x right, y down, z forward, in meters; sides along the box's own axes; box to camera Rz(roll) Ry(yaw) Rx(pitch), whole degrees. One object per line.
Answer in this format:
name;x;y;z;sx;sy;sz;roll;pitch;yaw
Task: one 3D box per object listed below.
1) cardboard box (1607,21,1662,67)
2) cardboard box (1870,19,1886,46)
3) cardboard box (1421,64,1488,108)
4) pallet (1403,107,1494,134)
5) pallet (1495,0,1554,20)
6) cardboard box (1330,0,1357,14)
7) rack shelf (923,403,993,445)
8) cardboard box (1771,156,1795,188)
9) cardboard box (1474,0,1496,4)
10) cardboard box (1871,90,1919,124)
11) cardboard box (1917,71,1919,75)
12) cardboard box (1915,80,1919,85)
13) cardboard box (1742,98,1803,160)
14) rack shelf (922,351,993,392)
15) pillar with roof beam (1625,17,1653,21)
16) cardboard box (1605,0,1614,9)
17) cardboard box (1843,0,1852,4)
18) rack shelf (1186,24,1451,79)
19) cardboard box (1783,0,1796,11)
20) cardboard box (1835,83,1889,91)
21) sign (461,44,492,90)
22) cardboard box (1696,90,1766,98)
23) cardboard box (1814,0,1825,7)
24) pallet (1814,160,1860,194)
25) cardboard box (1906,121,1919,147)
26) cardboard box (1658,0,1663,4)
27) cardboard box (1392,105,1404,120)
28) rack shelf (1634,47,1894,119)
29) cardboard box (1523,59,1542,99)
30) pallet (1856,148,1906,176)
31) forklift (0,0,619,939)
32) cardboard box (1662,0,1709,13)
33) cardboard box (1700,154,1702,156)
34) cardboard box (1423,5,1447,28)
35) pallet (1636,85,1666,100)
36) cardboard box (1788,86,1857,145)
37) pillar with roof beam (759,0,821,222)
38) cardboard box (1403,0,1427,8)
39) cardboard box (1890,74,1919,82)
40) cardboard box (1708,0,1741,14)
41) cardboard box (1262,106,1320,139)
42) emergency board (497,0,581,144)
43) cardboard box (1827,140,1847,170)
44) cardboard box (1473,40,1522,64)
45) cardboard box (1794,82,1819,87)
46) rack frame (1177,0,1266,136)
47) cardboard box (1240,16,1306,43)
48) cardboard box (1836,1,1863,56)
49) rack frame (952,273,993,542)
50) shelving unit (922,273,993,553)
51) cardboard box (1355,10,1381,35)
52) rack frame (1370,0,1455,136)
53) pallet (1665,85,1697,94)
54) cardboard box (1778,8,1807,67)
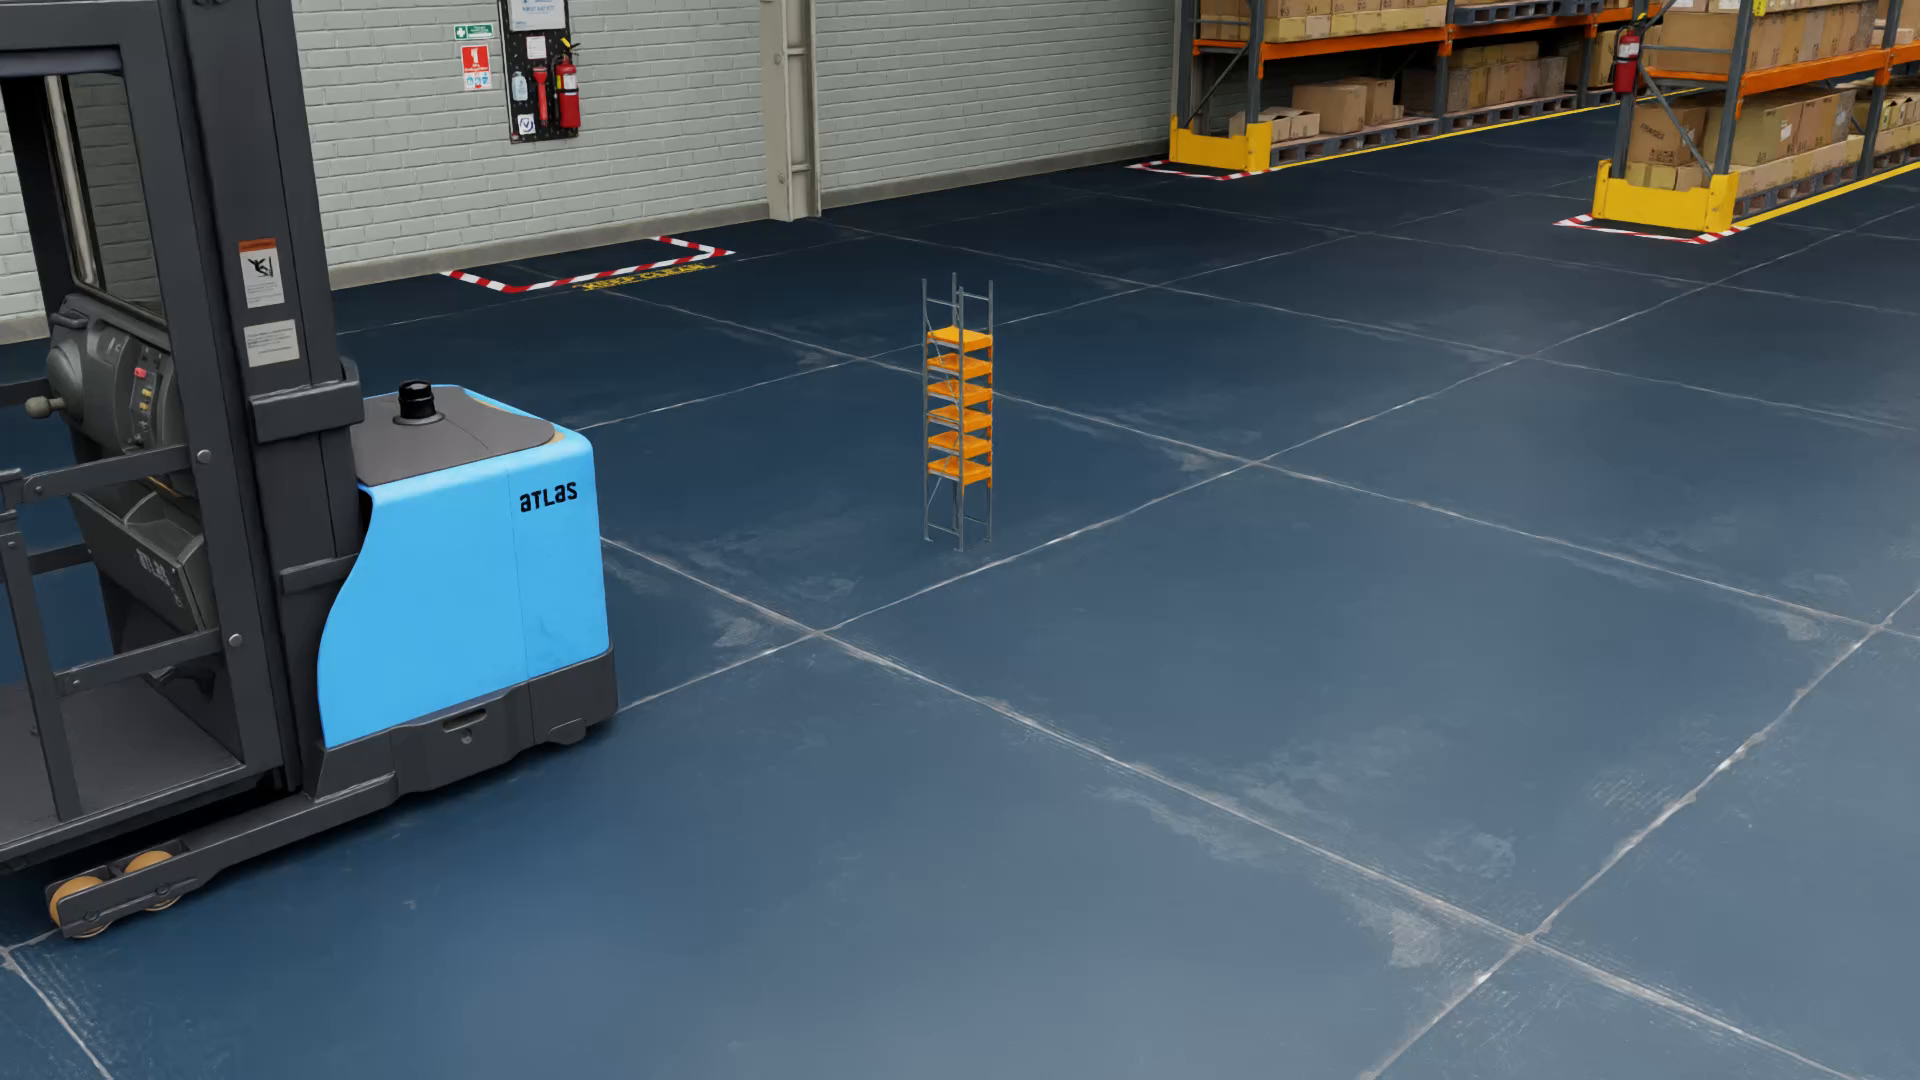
cardboard box;10.189;-7.366;24.970;0.750;0.750;0.750;-19;28;-40
cardboard box;9.450;-5.375;17.587;0.500;0.250;0.500;-18;27;-39
cardboard box;6.412;-5.924;21.676;0.700;0.500;0.500;19;28;40
pallet;6.128;-5.445;21.447;1.003;0.211;1.213;19;28;41
pallet;7.025;-6.966;21.784;1.003;0.211;1.213;19;28;41
cardboard box;4.061;-6.111;18.428;0.500;0.500;0.500;18;27;39
rack shelf;-0.010;-0.515;7.366;0.258;0.103;0.180;19;28;41
cardboard box;7.576;-3.532;15.830;0.500;0.250;0.500;19;28;41
cardboard box;6.360;-7.062;21.016;0.500;0.500;0.700;-17;27;-37
cardboard box;10.318;-4.786;18.312;0.500;0.311;0.500;18;27;39
cardboard box;12.413;-5.673;21.025;0.500;0.500;0.500;-19;28;-40
cardboard box;11.381;-5.178;19.332;0.500;0.311;0.500;19;28;40
cardboard box;7.568;-3.885;15.703;0.500;0.500;0.500;19;28;41
rack shelf;-0.010;-0.739;7.279;0.258;0.103;0.180;19;28;41
pillar with roof beam;14.120;-10.722;22.927;9.100;9.000;0.400;19;28;41
cardboard box;8.954;-7.556;23.374;0.250;0.149;0.380;-20;29;-41
cardboard box;8.390;-5.272;16.067;0.380;0.149;0.250;19;28;40
rack shelf;4.191;-5.696;19.217;1.077;0.370;4.000;19;28;41
cardboard box;7.310;-4.872;15.026;0.380;0.149;0.250;19;28;40
cardboard box;10.276;-5.049;18.995;0.500;0.311;0.500;19;28;40
sign;-3.732;-3.647;12.832;0.001;0.329;0.234;19;28;41
cardboard box;7.545;-4.143;16.375;0.500;0.500;0.500;19;28;41
cardboard box;7.848;-5.071;15.542;0.380;0.149;0.250;20;28;41
pallet;8.553;-3.812;17.198;1.003;0.211;1.213;19;28;41
cardboard box;10.314;-4.527;18.418;0.500;0.250;0.500;18;28;39
cardboard box;10.216;-8.021;24.585;0.380;0.149;0.250;18;28;39
cardboard box;5.234;-5.284;20.477;0.380;0.166;0.250;15;26;34
rack shelf;7.743;-4.458;15.994;1.077;0.370;4.000;19;28;41
cardboard box;7.469;-6.312;22.686;0.700;0.500;0.500;19;28;41
pallet;9.624;-4.205;18.220;1.003;0.211;1.213;19;28;41
forklift;-2.606;-0.461;4.689;3.031;2.935;1.130;-19;28;-41
cardboard box;6.477;-4.775;14.772;0.380;0.149;0.250;19;28;40
cardboard box;6.850;-3.535;15.838;0.500;0.250;0.500;19;28;41
cardboard box;5.473;-6.288;19.934;0.500;0.250;0.500;19;28;41
pallet;9.831;-6.769;24.891;1.003;0.211;1.213;19;28;41
cardboard box;8.614;-4.270;16.706;0.500;0.500;0.500;19;28;41
pillar with roof beam;1.563;-6.095;10.889;9.100;9.000;0.400;19;28;41
cardboard box;5.134;-6.507;19.459;0.500;0.500;0.500;19;28;40
cardboard box;11.352;-5.449;20.036;0.500;0.311;0.500;-19;28;-40
cardboard box;6.775;-4.676;14.515;0.380;0.149;0.250;19;28;40
cardboard box;3.740;-4.770;18.939;0.500;0.311;0.500;-17;27;-38
emergency board;-3.273;-3.746;13.141;0.194;1.169;0.643;19;28;41
cardboard box;8.615;-3.920;16.840;0.500;0.250;0.500;19;28;41
cardboard box;7.114;-6.501;22.132;0.500;0.250;0.500;19;28;40
cardboard box;8.590;-4.529;17.379;0.500;0.500;0.500;19;28;41
rack frame;2.796;-5.518;17.750;1.000;3.000;0.127;19;28;41
cardboard box;3.363;-5.503;17.893;0.500;0.250;0.500;18;28;39
cardboard box;8.469;-5.101;16.526;0.700;0.500;0.500;19;28;40
rack frame;0.054;-0.580;7.411;0.240;1.200;0.006;19;28;41
shelving unit;-0.010;-0.556;7.350;0.258;1.200;0.189;19;28;41
cardboard box;4.429;-5.899;18.923;0.500;0.250;0.500;20;28;41
rack frame;5.586;-6.546;20.425;1.000;3.000;0.127;19;28;41
pallet;10.683;-7.084;25.711;1.003;0.211;1.213;19;28;41
cardboard box;7.396;-4.705;15.496;0.700;0.500;0.500;19;28;41
